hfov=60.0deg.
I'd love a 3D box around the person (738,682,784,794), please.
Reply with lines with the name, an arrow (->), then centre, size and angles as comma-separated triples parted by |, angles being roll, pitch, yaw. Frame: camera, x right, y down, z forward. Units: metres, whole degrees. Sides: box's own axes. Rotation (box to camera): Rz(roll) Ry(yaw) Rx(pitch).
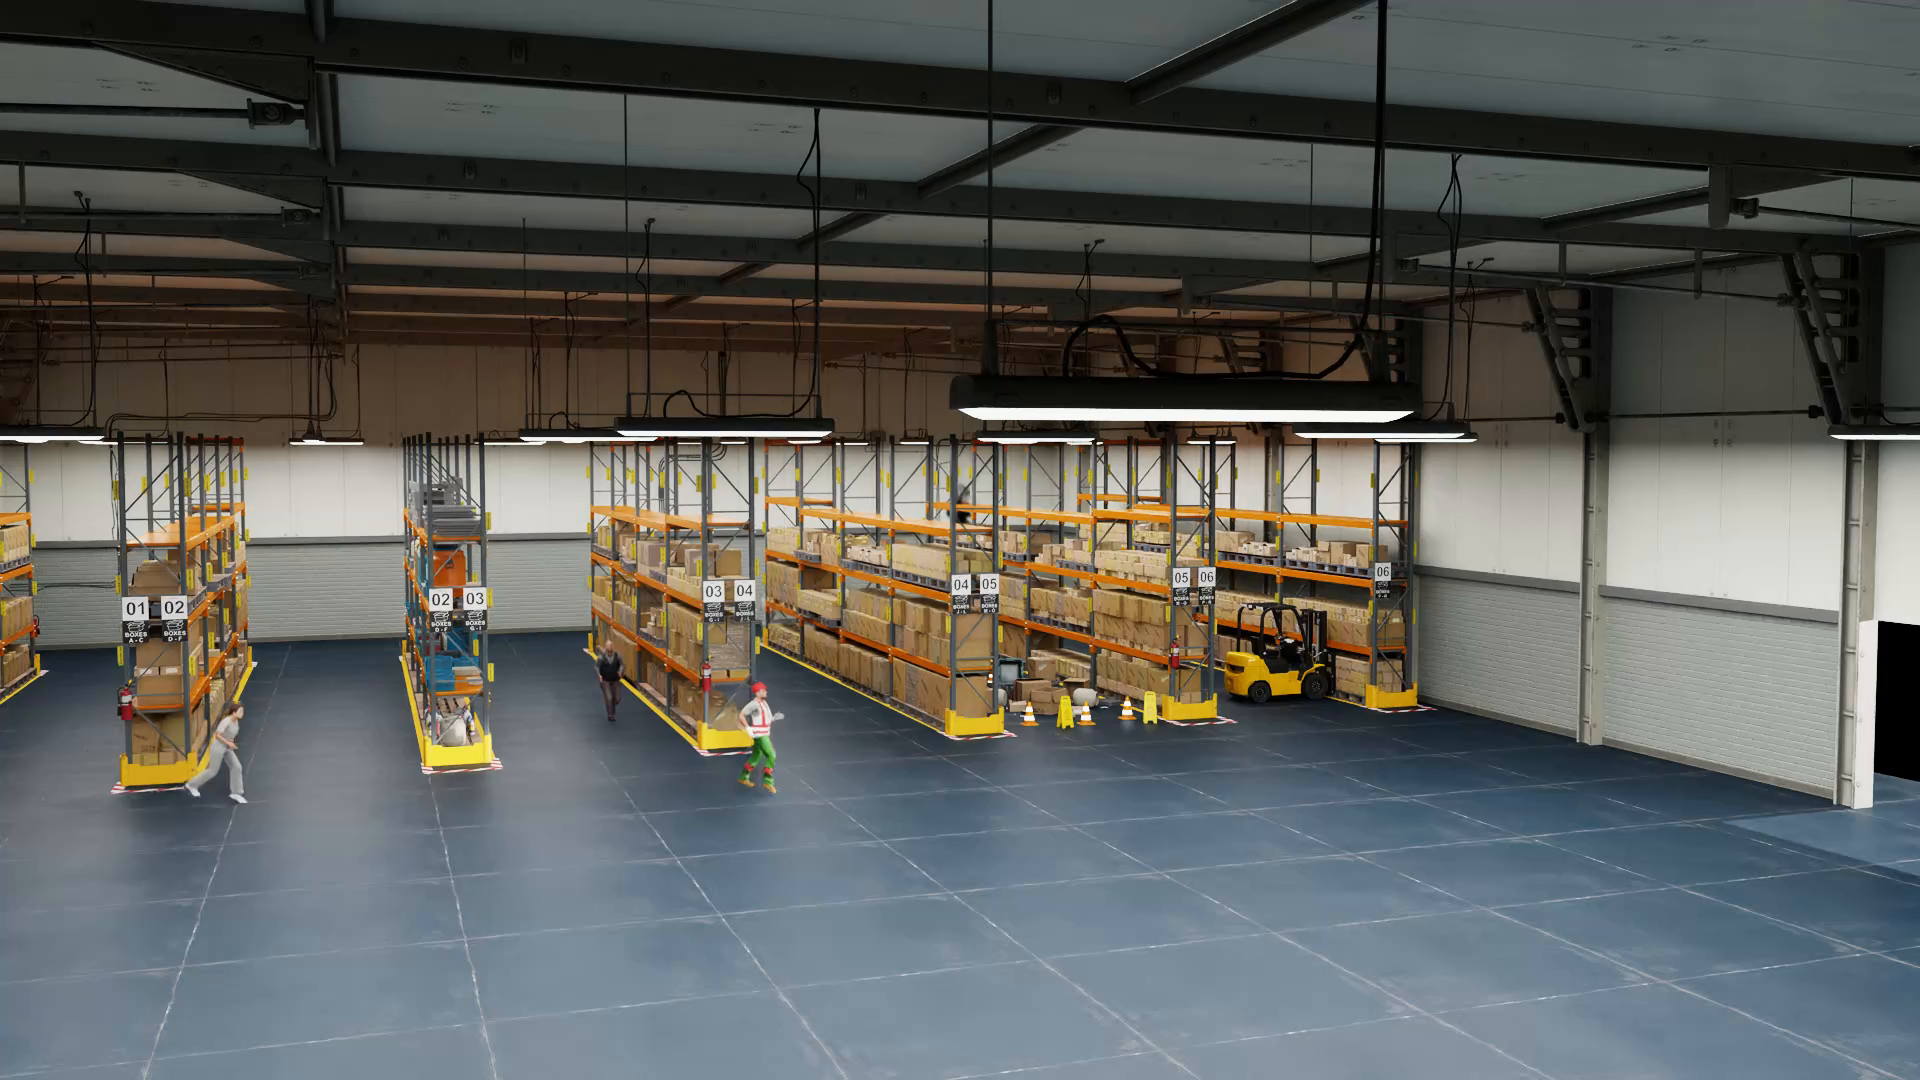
person -> -3.324, 3.291, 27.636 | 0.797, 1.848, 0.649 | 0, 3, 8

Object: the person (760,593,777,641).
person -> -5.611, 2.137, 49.458 | 0.791, 1.782, 0.720 | -2, 4, -36

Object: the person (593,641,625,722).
person -> -7.340, 2.951, 34.824 | 0.652, 1.680, 0.640 | -1, 3, -22

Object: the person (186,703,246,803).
person -> -12.030, 3.452, 26.907 | 0.998, 1.642, 0.598 | 0, 3, -3
